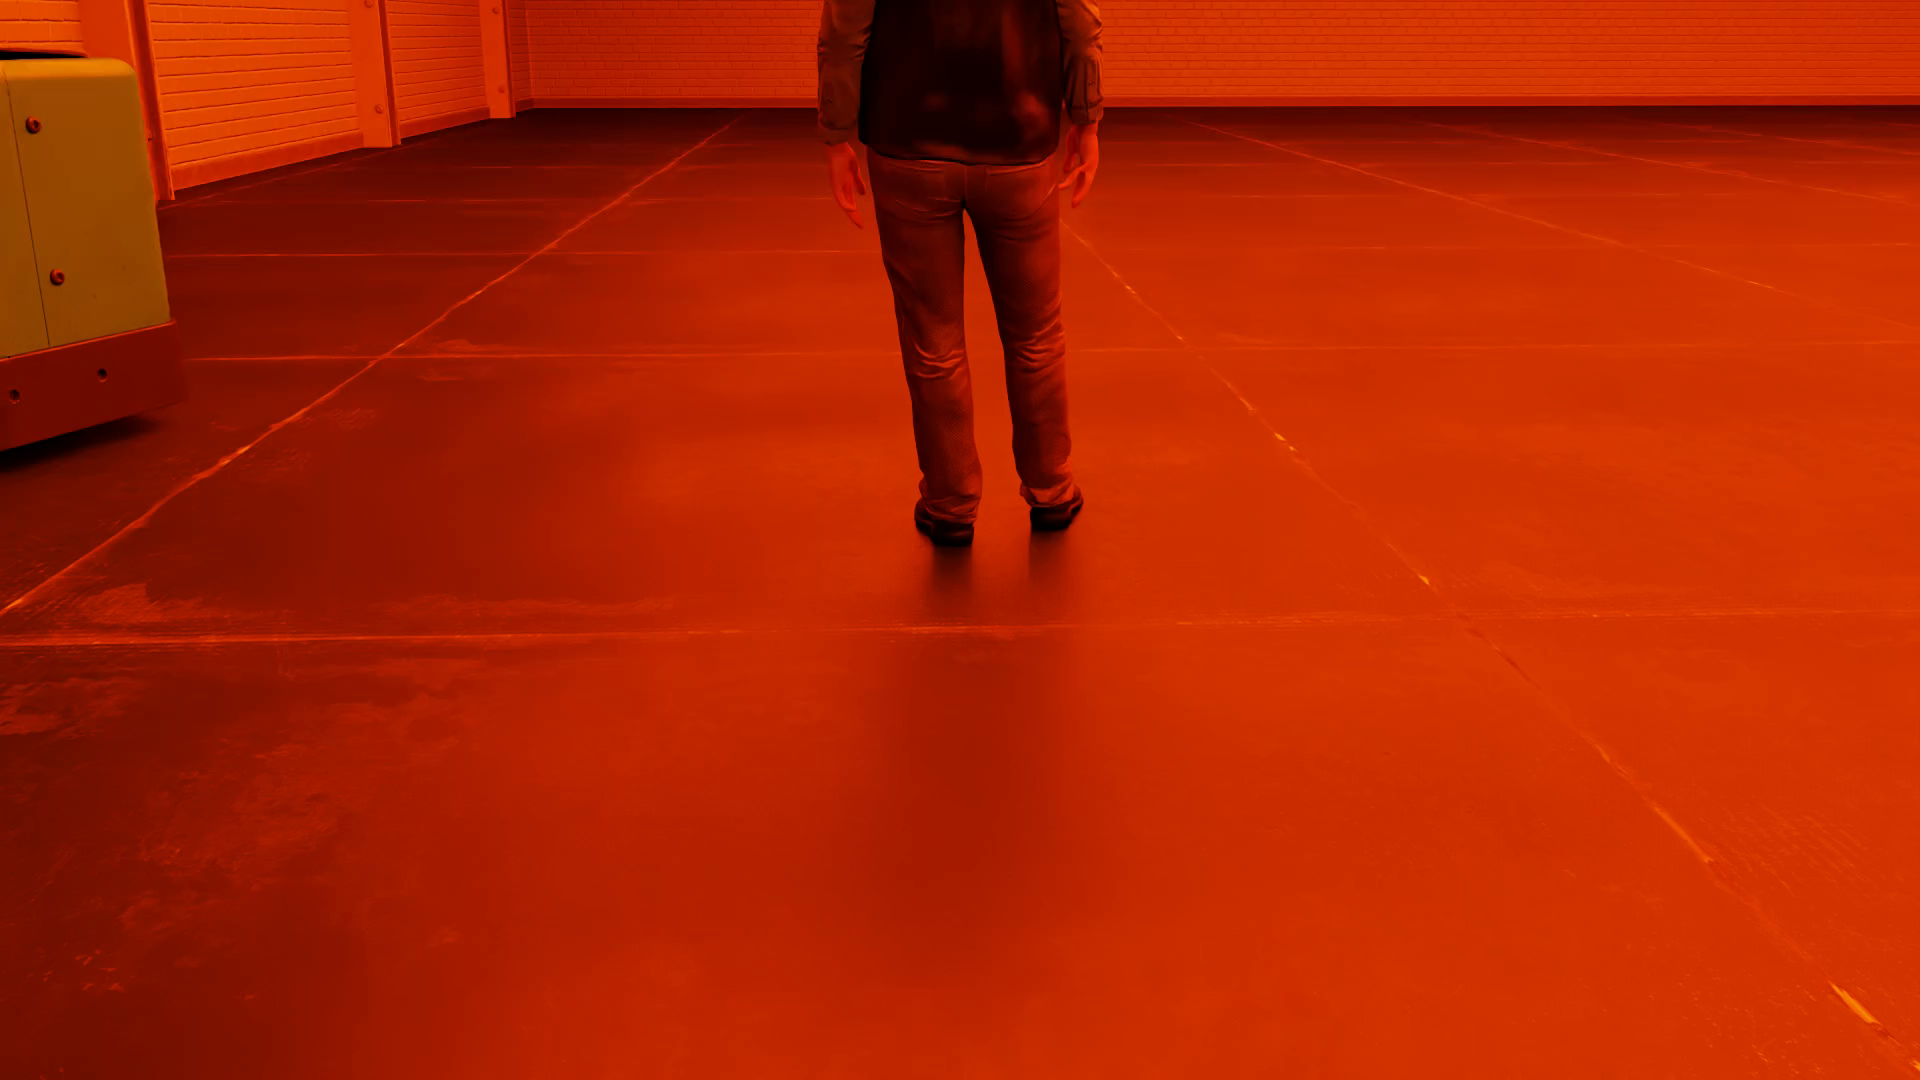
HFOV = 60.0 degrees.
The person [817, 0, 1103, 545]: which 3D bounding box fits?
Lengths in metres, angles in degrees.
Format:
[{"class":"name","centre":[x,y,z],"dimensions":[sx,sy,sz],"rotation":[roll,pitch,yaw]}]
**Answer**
[{"class":"person","centre":[0.004,-0.848,3.725],"dimensions":[0.633,1.722,0.566],"rotation":[-1,17,-3]}]

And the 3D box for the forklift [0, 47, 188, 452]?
[{"class":"forklift","centre":[-3.931,-1.767,4.685],"dimensions":[3.031,2.935,1.130],"rotation":[5,18,17]}]
